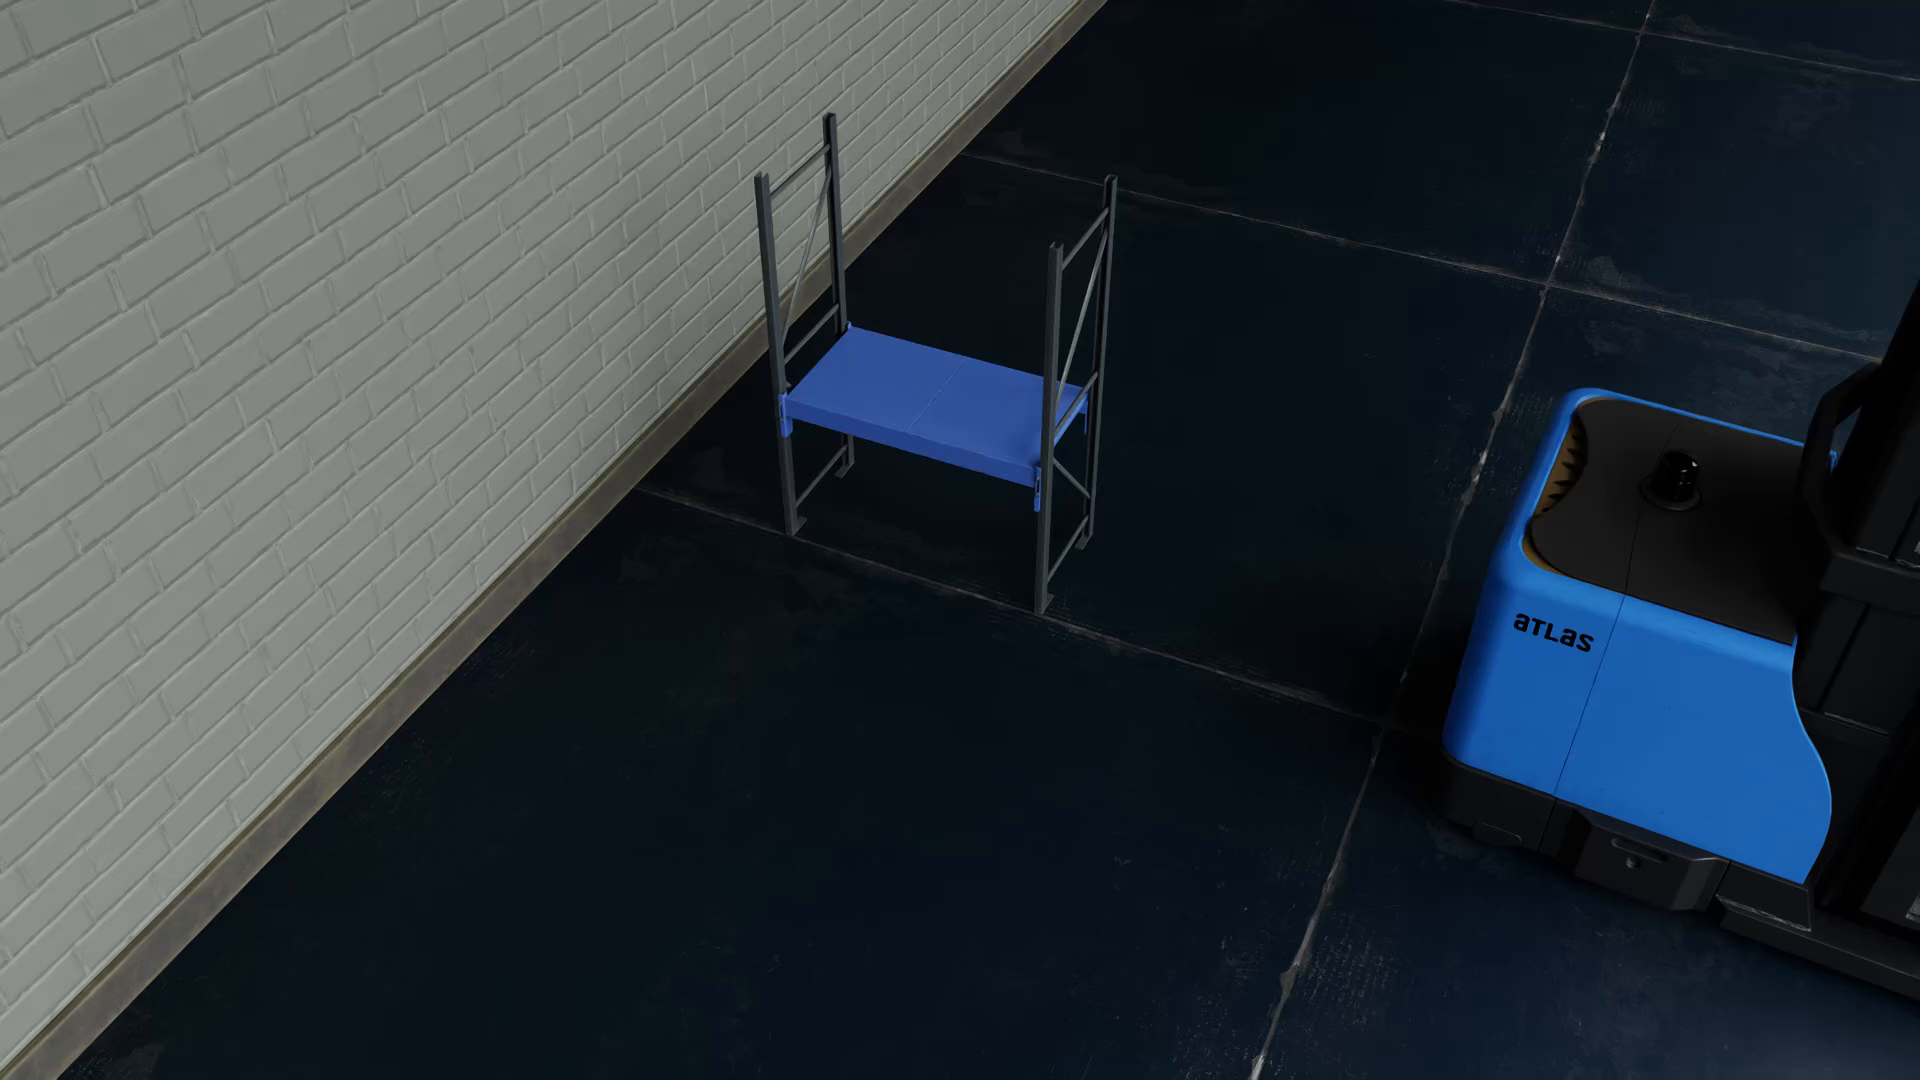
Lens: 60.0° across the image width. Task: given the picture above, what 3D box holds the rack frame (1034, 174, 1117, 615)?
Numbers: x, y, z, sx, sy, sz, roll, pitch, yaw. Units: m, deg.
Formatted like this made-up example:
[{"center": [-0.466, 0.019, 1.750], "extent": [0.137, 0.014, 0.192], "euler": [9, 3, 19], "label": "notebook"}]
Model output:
[{"center": [0.383, -0.450, 5.624], "extent": [0.032, 1.500, 0.500], "euler": [17, 44, 19], "label": "rack frame"}]

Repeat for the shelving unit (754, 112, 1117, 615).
[{"center": [-0.077, -0.590, 5.786], "extent": [1.048, 1.500, 0.538], "euler": [17, 44, 19], "label": "shelving unit"}]

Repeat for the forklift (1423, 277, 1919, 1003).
[{"center": [3.000, -0.063, 4.085], "extent": [3.031, 2.935, 1.130], "euler": [19, 44, 21], "label": "forklift"}]

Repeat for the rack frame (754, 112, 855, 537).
[{"center": [-0.538, -0.731, 5.948], "extent": [0.032, 1.500, 0.500], "euler": [17, 44, 19], "label": "rack frame"}]

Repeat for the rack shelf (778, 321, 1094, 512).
[{"center": [-0.077, -0.454, 5.904], "extent": [1.000, 0.185, 0.538], "euler": [17, 44, 19], "label": "rack shelf"}]
